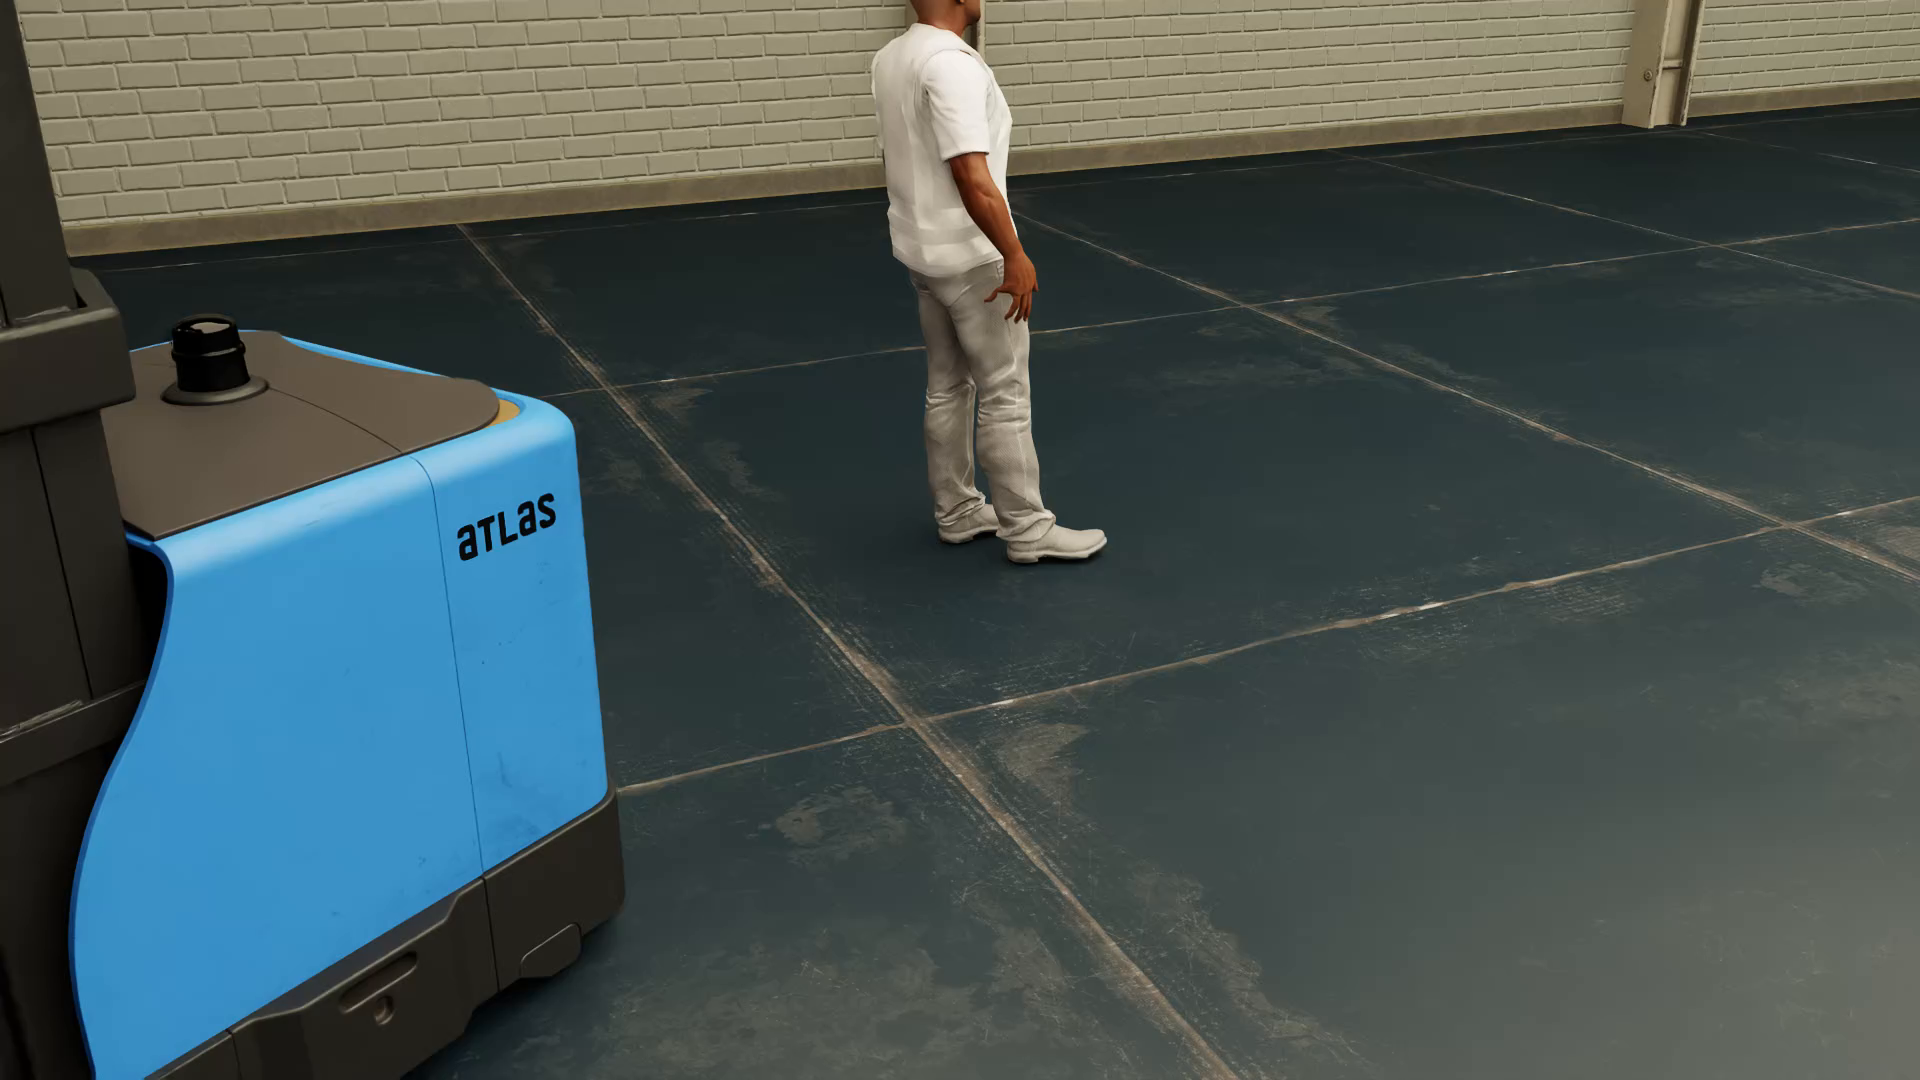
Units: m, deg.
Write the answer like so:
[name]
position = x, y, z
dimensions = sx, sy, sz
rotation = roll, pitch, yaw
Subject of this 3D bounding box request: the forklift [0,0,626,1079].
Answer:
[forklift]
position = -1.897, -0.231, 1.843
dimensions = 1.130, 2.935, 3.031
rotation = 15, 27, 31

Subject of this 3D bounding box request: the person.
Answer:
[person]
position = 0.066, -0.832, 4.789
dimensions = 0.575, 1.768, 0.666
rotation = -10, 25, -23
